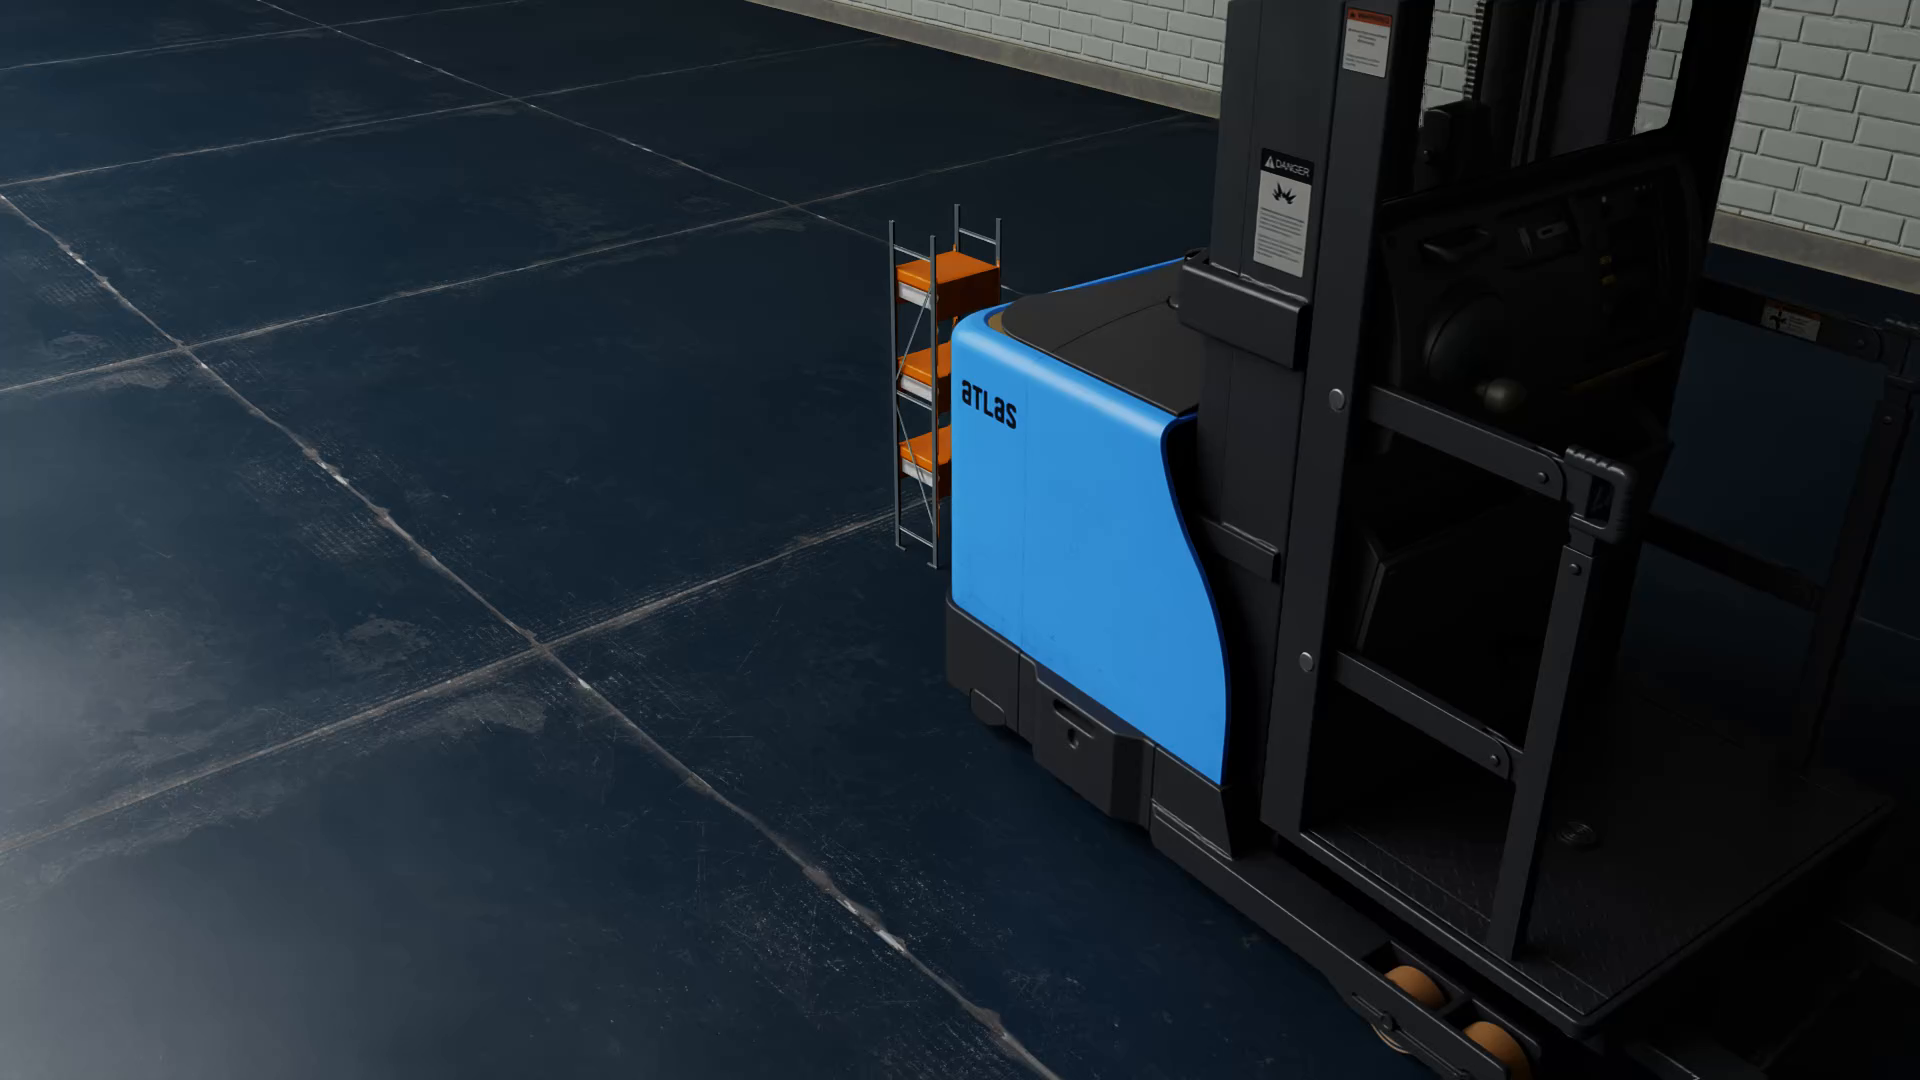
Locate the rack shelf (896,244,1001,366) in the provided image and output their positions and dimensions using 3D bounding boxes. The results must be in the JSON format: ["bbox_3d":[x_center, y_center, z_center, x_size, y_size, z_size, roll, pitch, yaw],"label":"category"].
[{"bbox_3d":[-0.041,-0.688,4.843,0.240,0.259,0.215,-22,35,-35],"label":"rack shelf"}]

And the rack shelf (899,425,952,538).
[{"bbox_3d":[-0.041,-0.192,5.108,0.240,0.259,0.215,-22,35,-35],"label":"rack shelf"}]

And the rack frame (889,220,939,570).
[{"bbox_3d":[-0.134,-0.409,4.902,0.008,1.050,0.200,-22,35,-35],"label":"rack frame"}]

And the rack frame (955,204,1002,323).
[{"bbox_3d":[0.052,-0.484,5.042,0.008,1.050,0.200,-22,35,-35],"label":"rack frame"}]

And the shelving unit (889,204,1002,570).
[{"bbox_3d":[-0.041,-0.447,4.972,0.252,1.050,0.215,-22,35,-35],"label":"shelving unit"}]

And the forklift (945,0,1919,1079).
[{"bbox_3d":[1.243,-0.458,2.997,1.130,2.935,3.031,-19,34,-32],"label":"forklift"}]

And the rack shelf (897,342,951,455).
[{"bbox_3d":[-0.041,-0.437,4.977,0.240,0.259,0.215,-22,35,-35],"label":"rack shelf"}]
